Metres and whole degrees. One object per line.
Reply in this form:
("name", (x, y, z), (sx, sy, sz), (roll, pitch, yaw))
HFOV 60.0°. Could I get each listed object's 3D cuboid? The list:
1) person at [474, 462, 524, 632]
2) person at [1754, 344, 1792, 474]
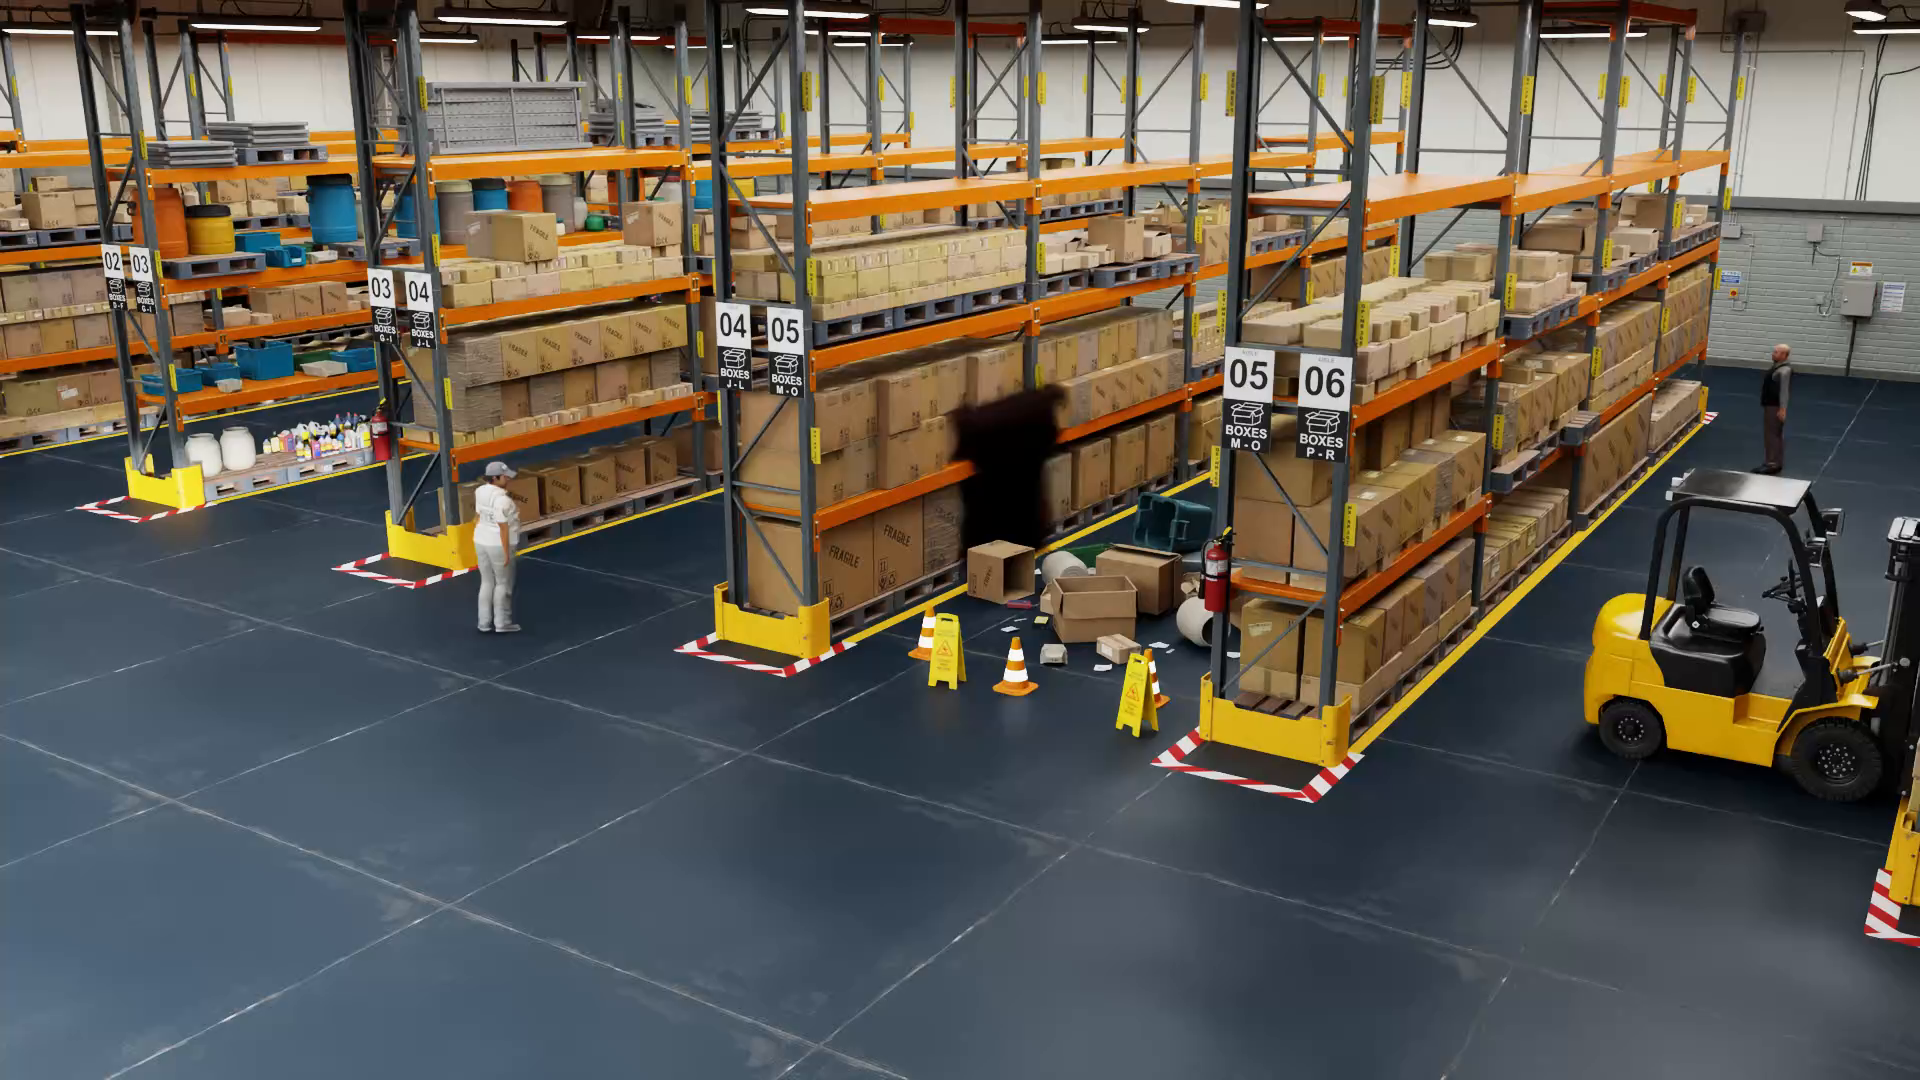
("person", (-4.434, 0.066, 15.909), (0.447, 1.688, 0.541), (-13, 20, -40))
("person", (10.975, -1.775, 22.391), (0.387, 1.724, 0.620), (12, 20, 37))
